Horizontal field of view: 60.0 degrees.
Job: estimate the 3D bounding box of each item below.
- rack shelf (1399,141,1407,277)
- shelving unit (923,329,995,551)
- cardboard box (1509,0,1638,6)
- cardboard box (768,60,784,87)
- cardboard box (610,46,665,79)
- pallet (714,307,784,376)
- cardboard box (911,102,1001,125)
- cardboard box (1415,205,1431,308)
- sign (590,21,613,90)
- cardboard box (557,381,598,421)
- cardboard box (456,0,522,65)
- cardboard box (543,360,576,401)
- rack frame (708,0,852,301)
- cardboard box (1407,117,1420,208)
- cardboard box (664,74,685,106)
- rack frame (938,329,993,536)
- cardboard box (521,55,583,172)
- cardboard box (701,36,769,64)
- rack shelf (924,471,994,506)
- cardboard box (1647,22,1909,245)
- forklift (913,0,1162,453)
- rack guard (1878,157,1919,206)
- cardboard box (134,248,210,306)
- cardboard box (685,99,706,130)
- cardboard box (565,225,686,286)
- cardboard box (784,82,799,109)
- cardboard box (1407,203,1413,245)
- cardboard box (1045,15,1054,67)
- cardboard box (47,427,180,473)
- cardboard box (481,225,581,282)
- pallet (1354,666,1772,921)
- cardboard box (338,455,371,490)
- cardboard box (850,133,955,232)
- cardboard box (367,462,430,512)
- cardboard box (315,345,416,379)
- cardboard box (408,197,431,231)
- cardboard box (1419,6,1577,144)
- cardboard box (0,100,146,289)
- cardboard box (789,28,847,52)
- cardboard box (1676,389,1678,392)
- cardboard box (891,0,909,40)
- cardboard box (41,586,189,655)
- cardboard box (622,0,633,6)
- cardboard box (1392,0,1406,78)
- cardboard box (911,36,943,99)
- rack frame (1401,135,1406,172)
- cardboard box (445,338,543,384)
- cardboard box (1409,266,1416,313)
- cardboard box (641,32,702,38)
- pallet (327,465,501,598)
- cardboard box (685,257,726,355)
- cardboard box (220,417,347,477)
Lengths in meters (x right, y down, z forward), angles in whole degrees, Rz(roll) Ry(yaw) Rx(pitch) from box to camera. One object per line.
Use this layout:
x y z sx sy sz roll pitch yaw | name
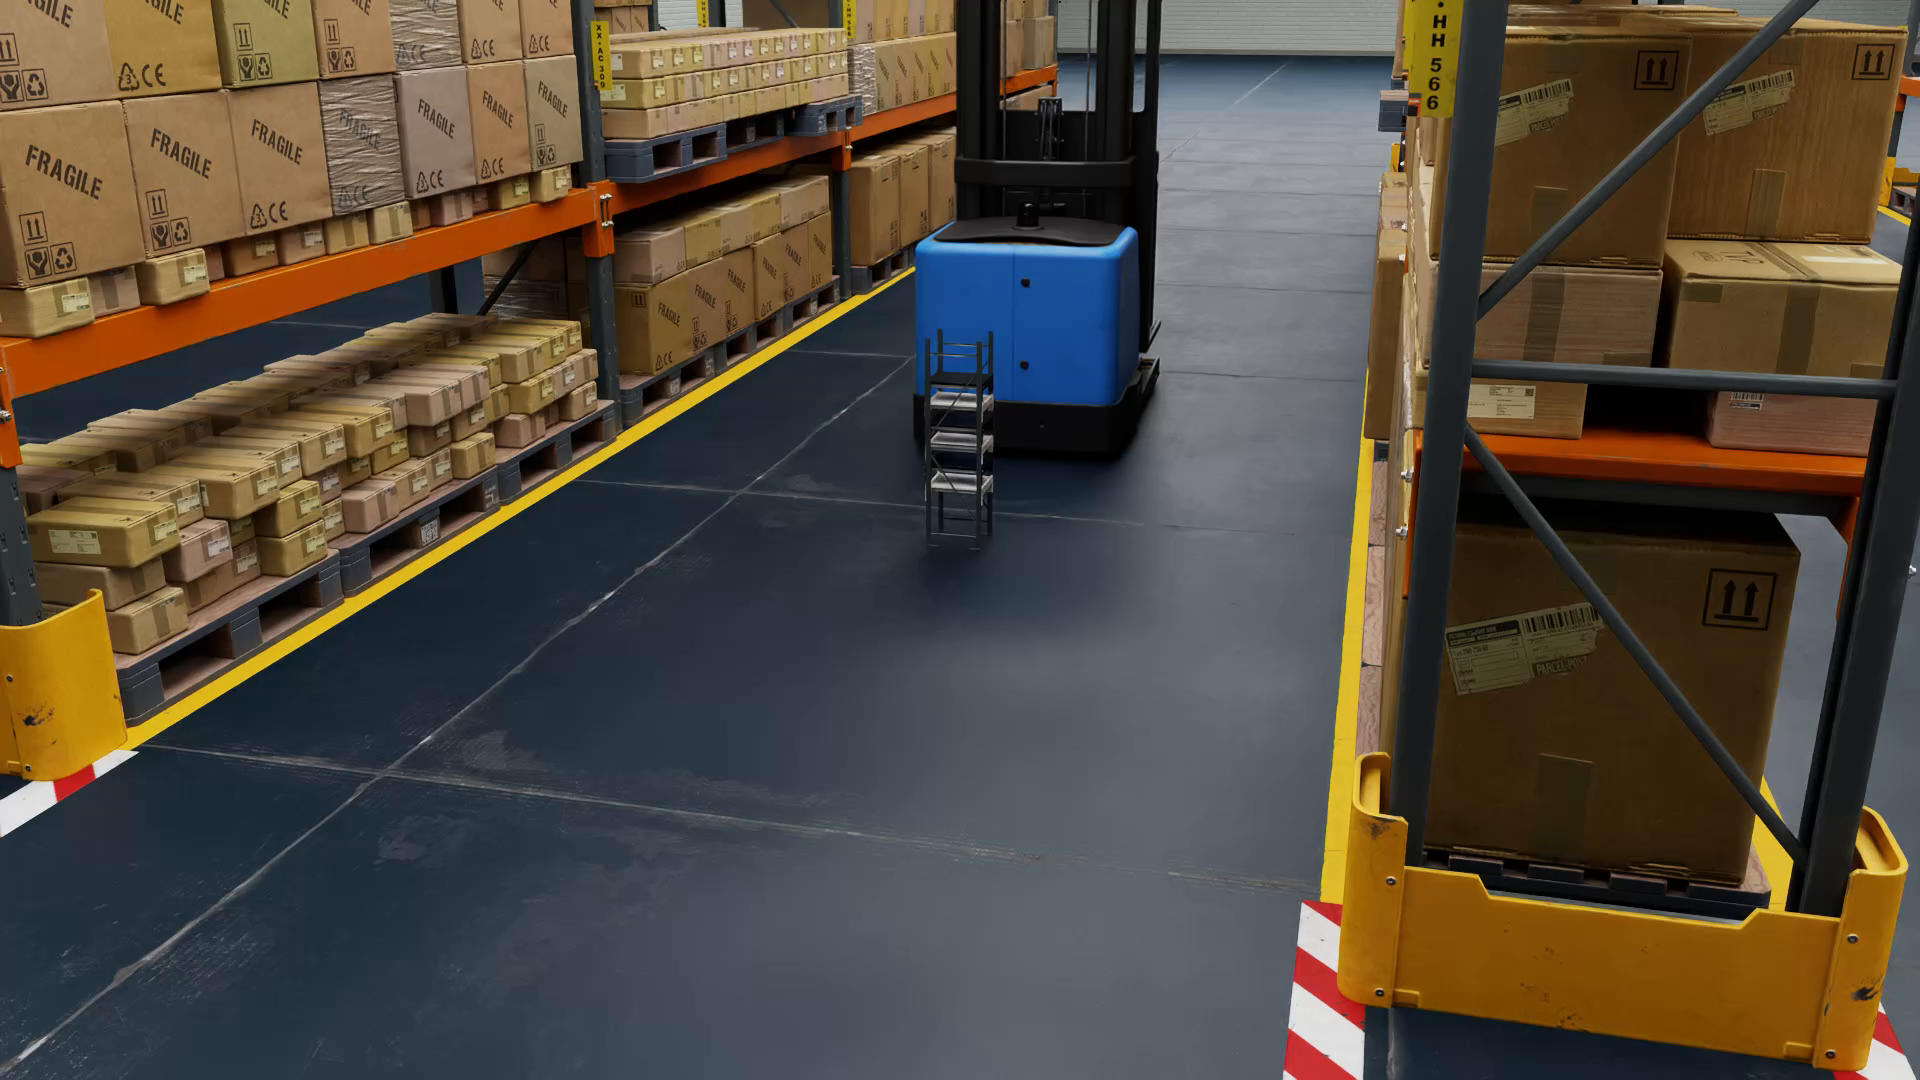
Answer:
2.979 -1.875 9.149 1.077 0.370 4.000 5 19 13 | rack shelf
-0.002 -0.423 7.035 0.258 0.900 0.210 5 19 13 | shelving unit
2.639 -2.311 7.607 0.797 0.503 0.637 4 19 12 | cardboard box
-1.309 -2.891 10.290 0.380 0.149 0.250 5 20 15 | cardboard box
-1.752 -2.460 8.569 0.380 0.149 0.250 6 20 16 | cardboard box
-1.809 -1.320 10.726 1.003 0.211 1.213 5 19 13 | pallet
-0.118 -3.904 16.615 0.875 0.875 0.875 5 19 14 | cardboard box
1.499 -0.736 4.475 0.500 0.250 0.500 4 19 12 | cardboard box
-1.766 -2.381 8.179 0.100 0.325 0.005 5 19 13 | sign
-2.060 -0.712 8.391 0.380 0.149 0.250 5 19 14 | cardboard box
-2.268 -2.342 7.242 0.500 0.500 0.500 4 19 12 | cardboard box
-2.117 -0.793 8.168 0.380 0.149 0.250 4 19 11 | cardboard box
-1.317 -3.266 12.108 1.000 3.000 0.127 5 19 13 | rack frame
2.340 -1.804 7.674 0.500 0.500 0.500 5 19 14 | cardboard box
-1.691 -2.401 8.855 0.380 0.149 0.250 4 19 12 | cardboard box
0.023 -0.455 7.128 0.240 0.900 0.006 5 19 13 | rack frame
-2.139 -2.026 7.864 0.500 0.500 0.500 5 19 13 | cardboard box
-1.375 -2.951 10.004 0.380 0.149 0.250 5 20 15 | cardboard box
-0.002 -0.221 7.104 0.258 0.077 0.200 5 19 13 | rack shelf
2.015 -1.045 4.219 0.500 0.500 0.500 4 19 12 | cardboard box
0.572 -2.255 9.256 1.130 2.935 3.031 4 19 11 | forklift
10.252 -3.748 17.388 1.175 0.500 0.348 5 19 13 | rack guard
-2.735 -0.878 5.506 0.380 0.149 0.250 4 19 12 | cardboard box
-1.625 -2.344 9.149 0.380 0.149 0.250 5 19 14 | cardboard box
-1.858 -1.593 9.269 0.500 0.250 0.500 4 19 11 | cardboard box
-1.245 -2.834 10.583 0.380 0.149 0.250 4 19 11 | cardboard box
1.968 -1.238 6.561 0.380 0.149 0.250 5 20 15 | cardboard box
0.591 -5.724 19.074 0.875 0.550 0.550 5 19 13 | cardboard box
-3.206 -0.317 6.315 0.380 0.149 0.250 4 19 11 | cardboard box
-2.357 -1.636 9.394 0.500 0.250 0.500 4 19 12 | cardboard box
1.633 0.728 4.730 1.003 0.211 1.213 5 19 13 | pallet
-2.632 -0.308 6.750 0.380 0.149 0.250 6 20 16 | cardboard box
-0.643 -3.150 14.599 1.050 0.750 0.750 5 19 13 | cardboard box
-2.468 -0.233 6.989 0.380 0.149 0.250 5 19 13 | cardboard box
-2.760 -0.803 7.739 0.380 0.149 0.250 4 19 12 | cardboard box
-2.456 -1.375 6.960 0.380 0.149 0.250 4 19 13 | cardboard box
1.998 -1.730 6.222 0.500 0.500 0.500 5 19 13 | cardboard box
-2.894 -1.065 5.051 0.500 0.500 0.500 6 20 16 | cardboard box
-0.992 -3.437 11.429 0.380 0.149 0.250 4 19 11 | cardboard box
2.044 -0.462 4.288 0.380 0.149 0.250 4 19 12 | cardboard box
-0.828 -4.406 13.744 0.700 0.500 0.500 4 19 13 | cardboard box
-2.833 0.253 5.566 0.380 0.149 0.250 5 20 14 | cardboard box
-4.231 -6.458 19.293 0.700 0.500 0.500 5 19 14 | cardboard box
4.115 -4.341 13.677 1.000 1.000 1.000 5 19 14 | cardboard box
-0.455 -4.065 14.294 0.500 0.500 0.500 5 19 14 | cardboard box
4.445 -4.096 14.539 1.000 3.000 0.127 5 19 13 | rack frame
-2.207 -0.849 7.874 0.380 0.149 0.250 4 19 13 | cardboard box
1.592 -0.755 5.146 0.380 0.149 0.250 5 19 14 | cardboard box
-1.875 -3.169 10.642 0.380 0.149 0.250 6 20 16 | cardboard box
-2.720 -0.095 7.140 1.003 0.211 1.213 5 19 13 | pallet
-1.729 -1.404 9.876 0.500 0.500 0.500 6 20 16 | cardboard box
-2.620 -0.362 6.447 0.380 0.149 0.250 5 20 16 | cardboard box
